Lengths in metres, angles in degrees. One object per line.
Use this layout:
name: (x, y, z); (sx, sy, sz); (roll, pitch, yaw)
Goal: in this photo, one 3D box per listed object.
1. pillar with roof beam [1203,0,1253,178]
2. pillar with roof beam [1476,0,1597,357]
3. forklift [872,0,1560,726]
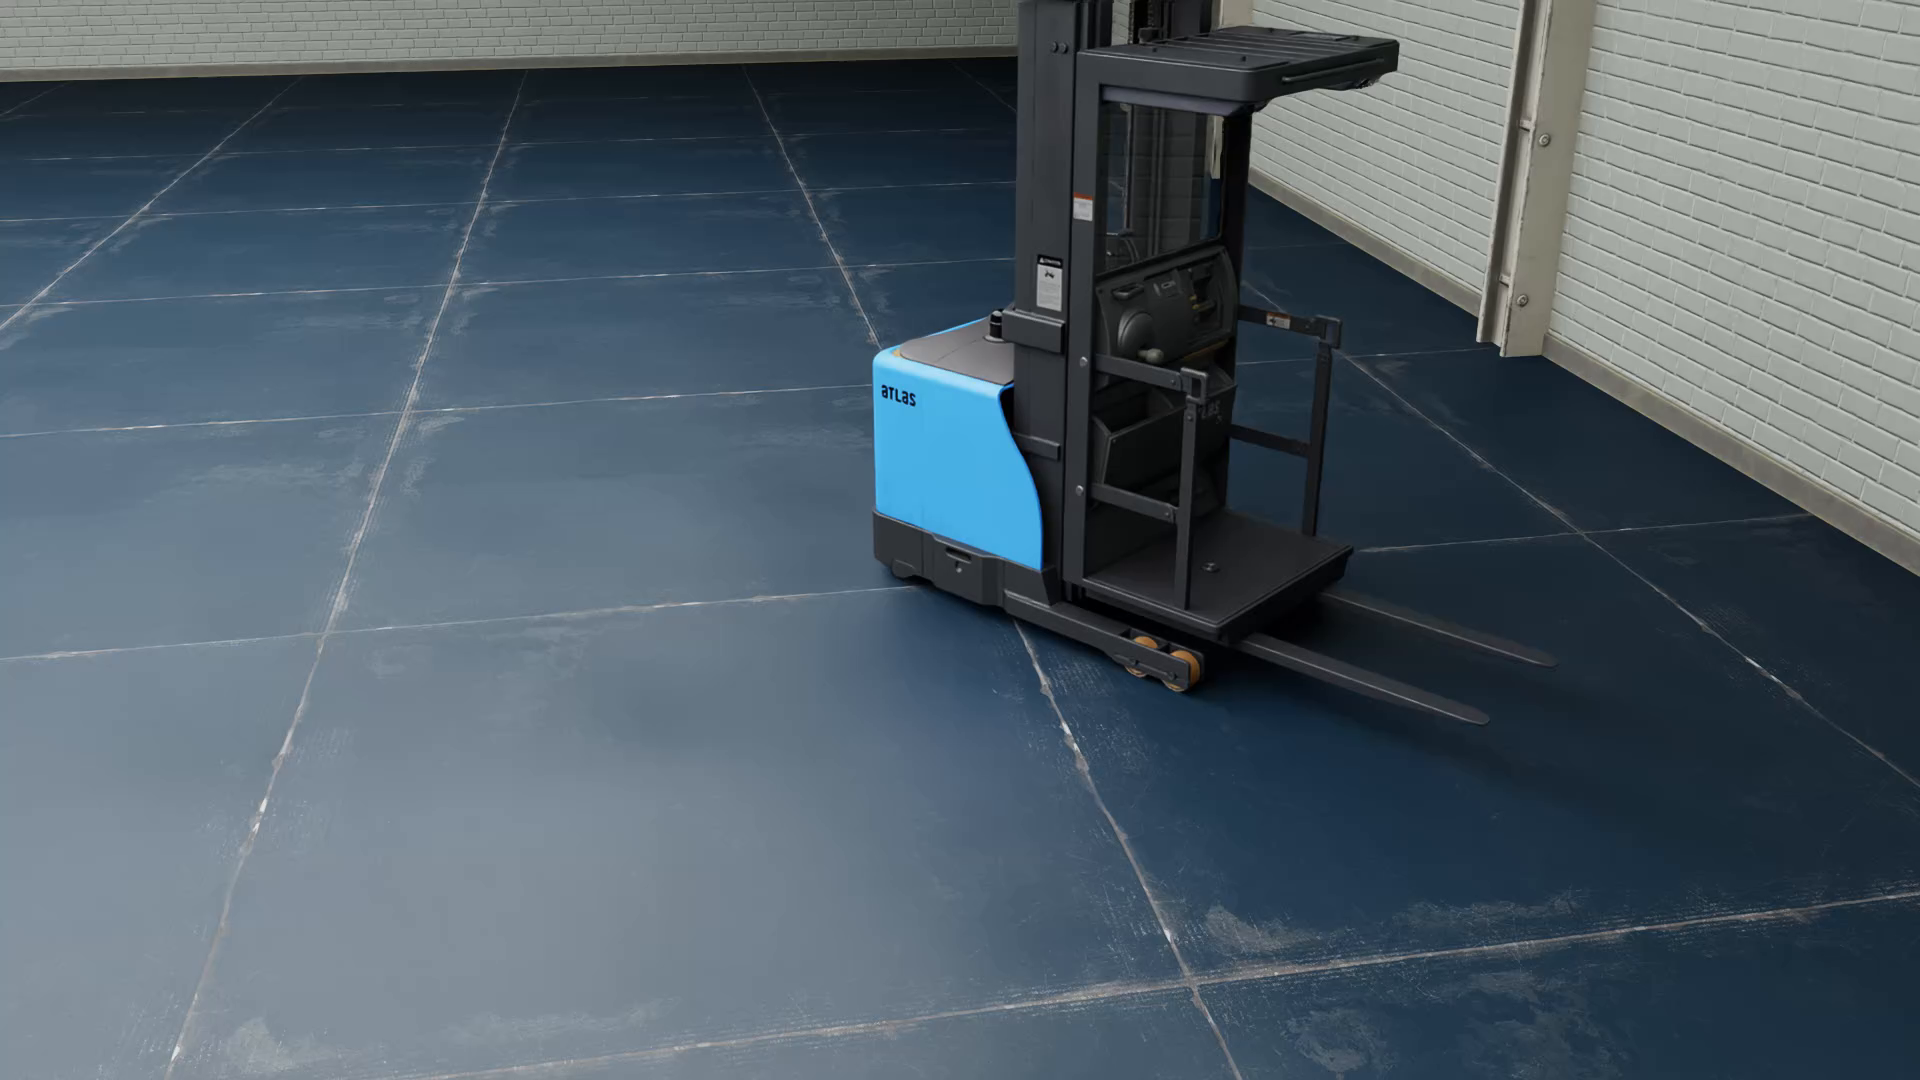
pillar with roof beam: (-1.623, -7.467, 14.105); (9.100, 9.000, 0.400); (-4, 24, -10)
pillar with roof beam: (-0.513, -5.107, 8.701); (9.100, 9.000, 0.400); (-4, 24, -10)
forklift: (1.025, -0.958, 6.782); (3.031, 2.935, 1.130); (20, 30, 38)
